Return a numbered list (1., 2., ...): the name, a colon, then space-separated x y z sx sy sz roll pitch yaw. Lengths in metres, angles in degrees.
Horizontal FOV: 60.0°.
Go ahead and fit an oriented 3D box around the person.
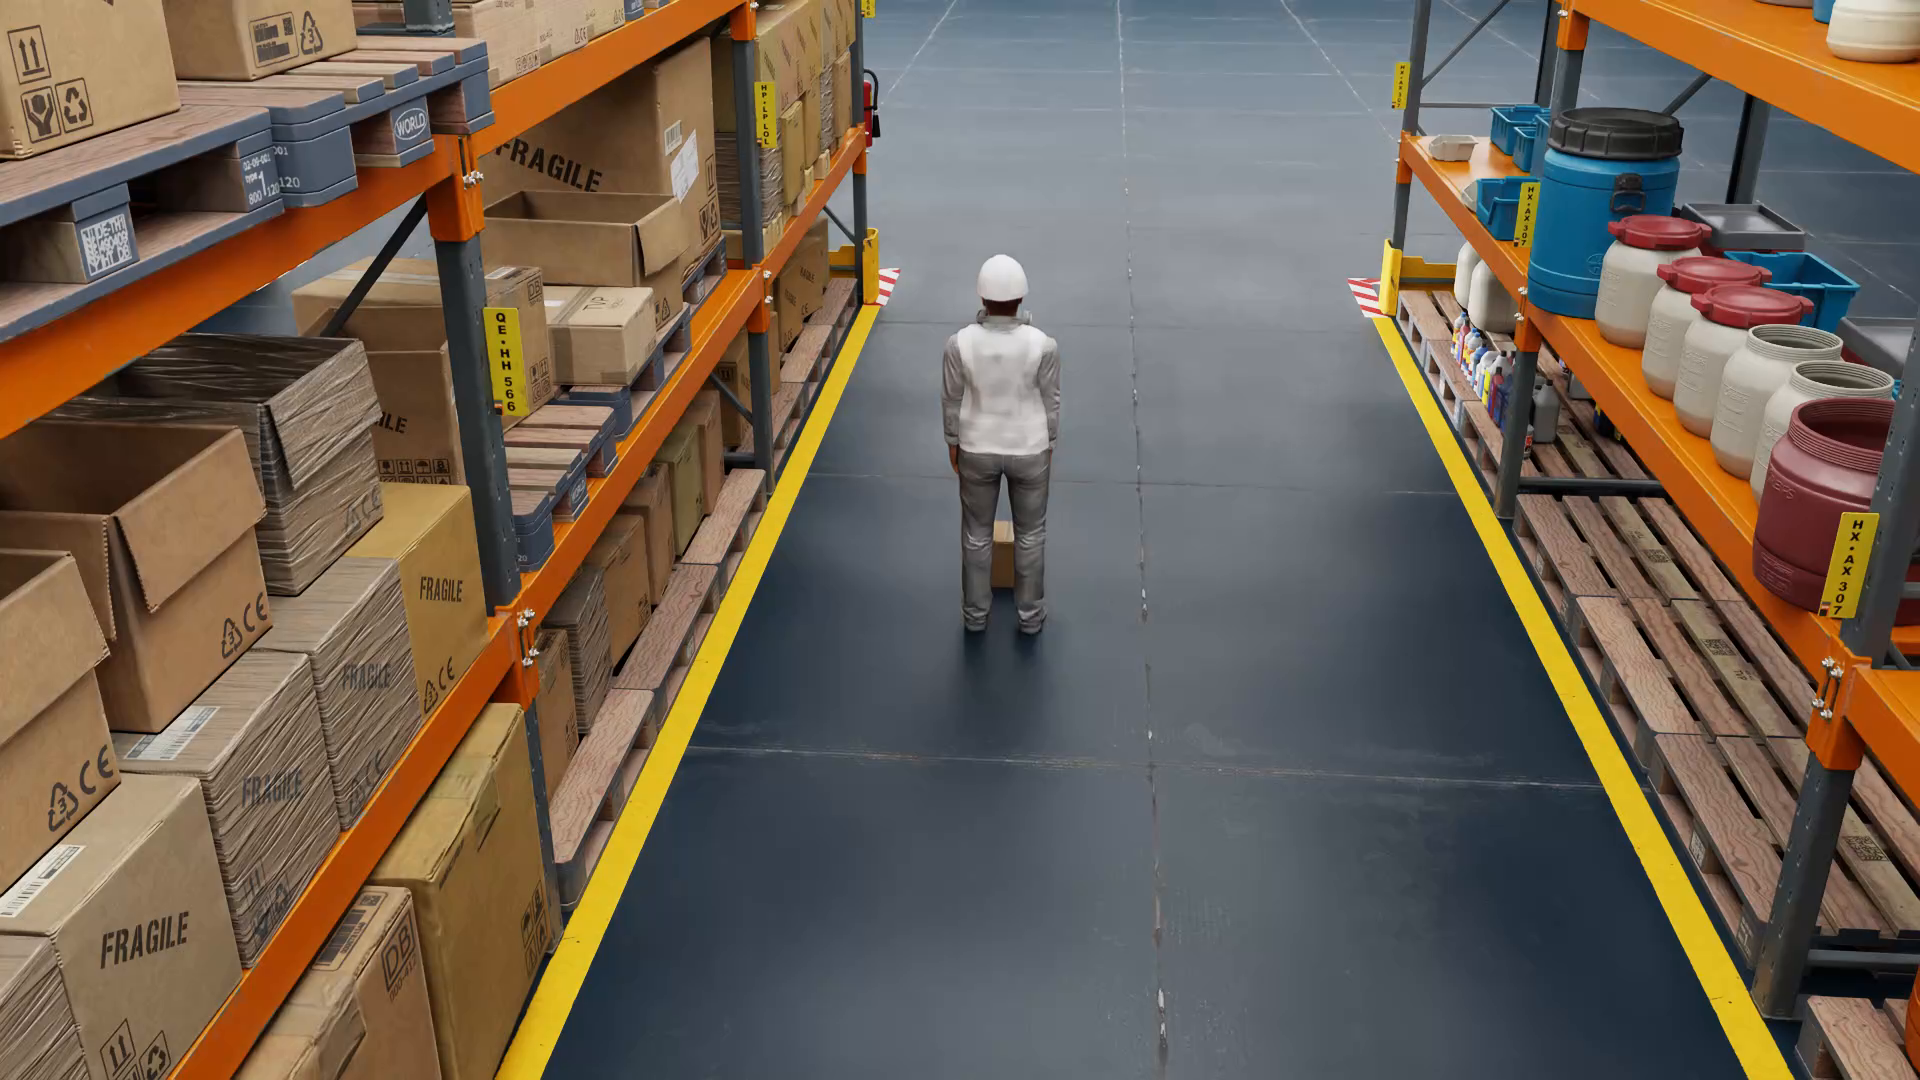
1. person: 0.183 -0.422 7.509 0.532 1.768 0.360 2 24 5
